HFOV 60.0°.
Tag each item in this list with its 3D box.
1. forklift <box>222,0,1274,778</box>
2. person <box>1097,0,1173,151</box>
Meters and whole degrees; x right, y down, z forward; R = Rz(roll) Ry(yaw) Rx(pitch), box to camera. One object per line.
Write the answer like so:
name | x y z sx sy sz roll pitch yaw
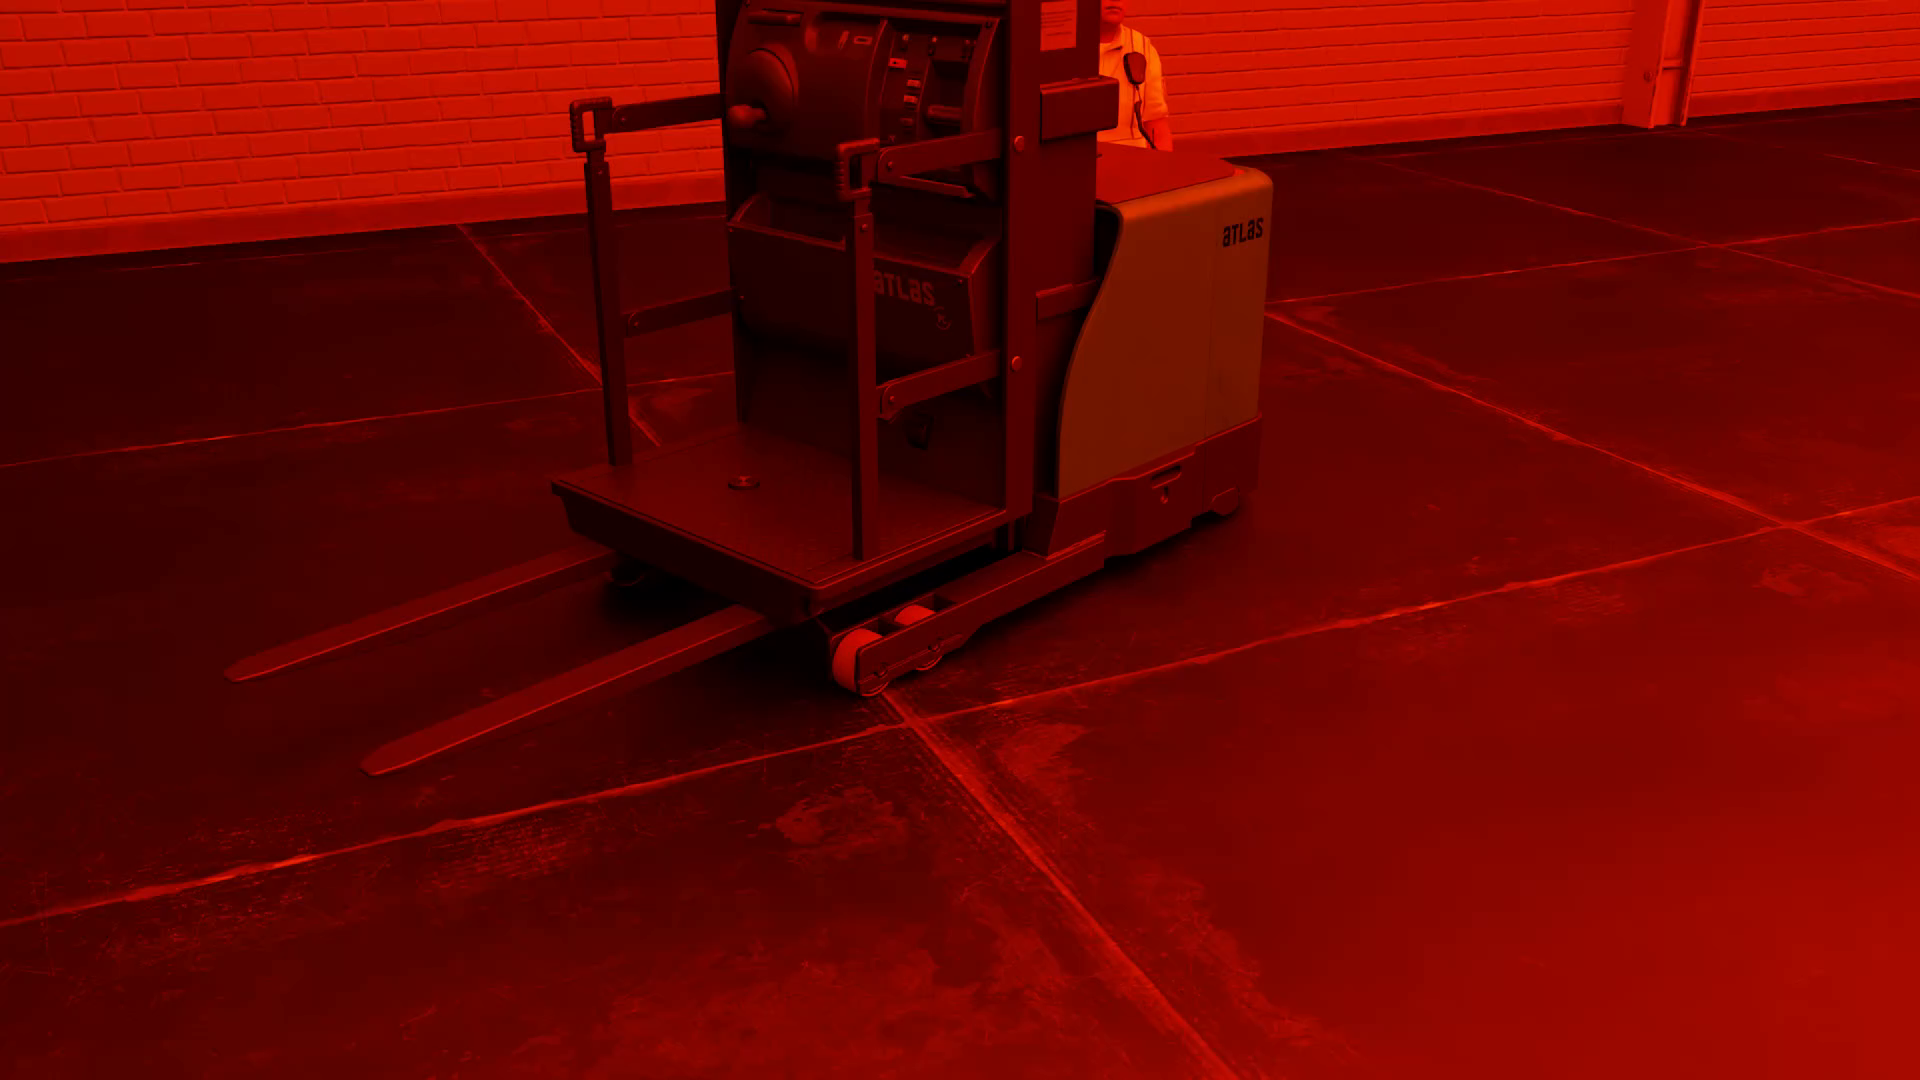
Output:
forklift | -0.413 -1.182 4.131 1.130 2.935 3.031 19 29 39
person | 0.419 -1.066 5.479 0.599 1.671 0.525 -2 23 -4
